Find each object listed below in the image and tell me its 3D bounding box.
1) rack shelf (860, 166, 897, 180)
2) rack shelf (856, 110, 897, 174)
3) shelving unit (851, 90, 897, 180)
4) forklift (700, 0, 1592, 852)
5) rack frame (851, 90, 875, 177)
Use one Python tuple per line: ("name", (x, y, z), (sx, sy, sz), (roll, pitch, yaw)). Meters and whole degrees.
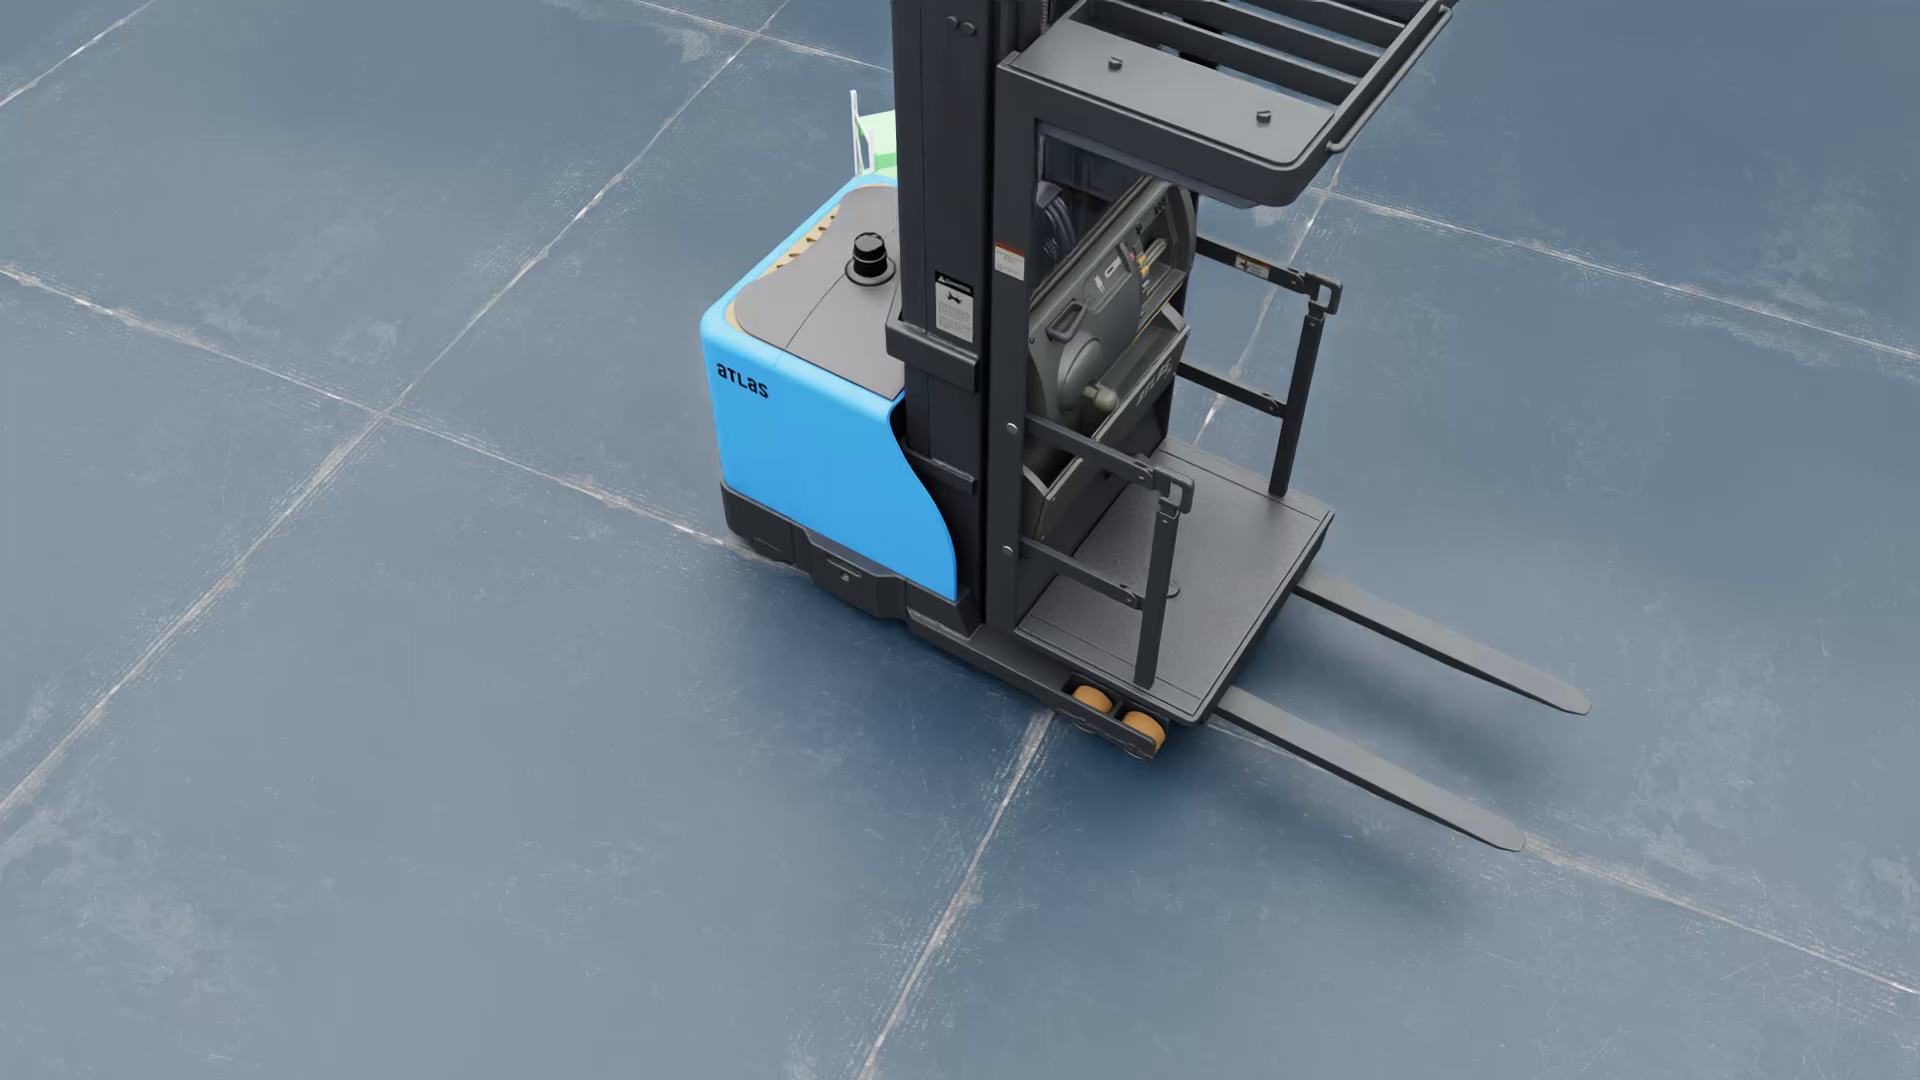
("rack shelf", (-0.123, -1.339, 6.368), (0.480, 0.148, 0.258), (-14, 52, -12))
("rack shelf", (-0.122, -1.493, 6.185), (0.480, 0.148, 0.258), (-14, 52, -12))
("shelving unit", (-0.123, -1.225, 6.503), (0.503, 1.200, 0.258), (-14, 52, -12))
("forklift", (0.639, -0.679, 4.903), (3.031, 2.935, 1.130), (26, 54, 21))
("rack frame", (-0.355, -1.167, 6.453), (0.015, 1.200, 0.240), (-14, 52, -12))
